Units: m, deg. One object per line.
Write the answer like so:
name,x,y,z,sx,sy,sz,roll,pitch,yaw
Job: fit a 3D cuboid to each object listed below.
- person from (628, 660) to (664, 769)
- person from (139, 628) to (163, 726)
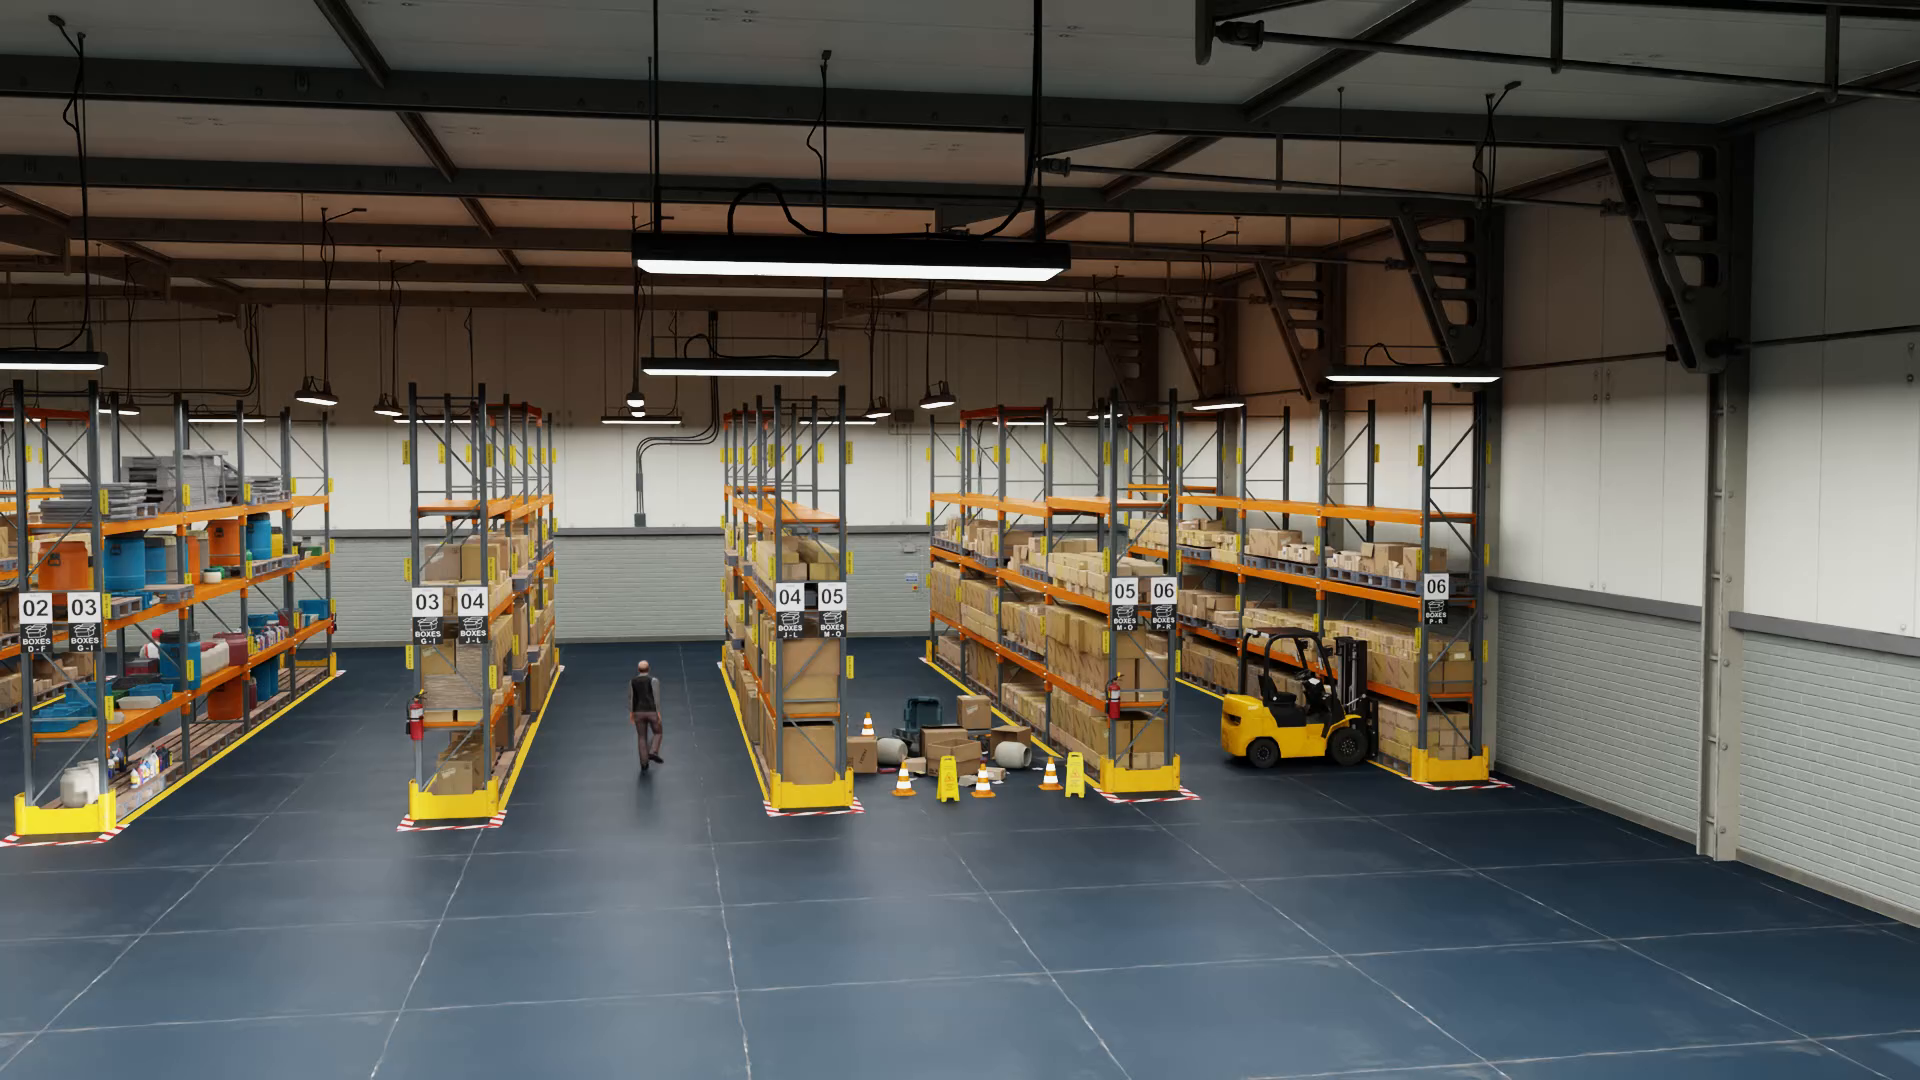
person,-5.034,2.789,26.609,0.579,1.710,0.478,0,3,0
person,-14.926,2.537,30.817,0.579,1.785,0.470,-1,3,-10
